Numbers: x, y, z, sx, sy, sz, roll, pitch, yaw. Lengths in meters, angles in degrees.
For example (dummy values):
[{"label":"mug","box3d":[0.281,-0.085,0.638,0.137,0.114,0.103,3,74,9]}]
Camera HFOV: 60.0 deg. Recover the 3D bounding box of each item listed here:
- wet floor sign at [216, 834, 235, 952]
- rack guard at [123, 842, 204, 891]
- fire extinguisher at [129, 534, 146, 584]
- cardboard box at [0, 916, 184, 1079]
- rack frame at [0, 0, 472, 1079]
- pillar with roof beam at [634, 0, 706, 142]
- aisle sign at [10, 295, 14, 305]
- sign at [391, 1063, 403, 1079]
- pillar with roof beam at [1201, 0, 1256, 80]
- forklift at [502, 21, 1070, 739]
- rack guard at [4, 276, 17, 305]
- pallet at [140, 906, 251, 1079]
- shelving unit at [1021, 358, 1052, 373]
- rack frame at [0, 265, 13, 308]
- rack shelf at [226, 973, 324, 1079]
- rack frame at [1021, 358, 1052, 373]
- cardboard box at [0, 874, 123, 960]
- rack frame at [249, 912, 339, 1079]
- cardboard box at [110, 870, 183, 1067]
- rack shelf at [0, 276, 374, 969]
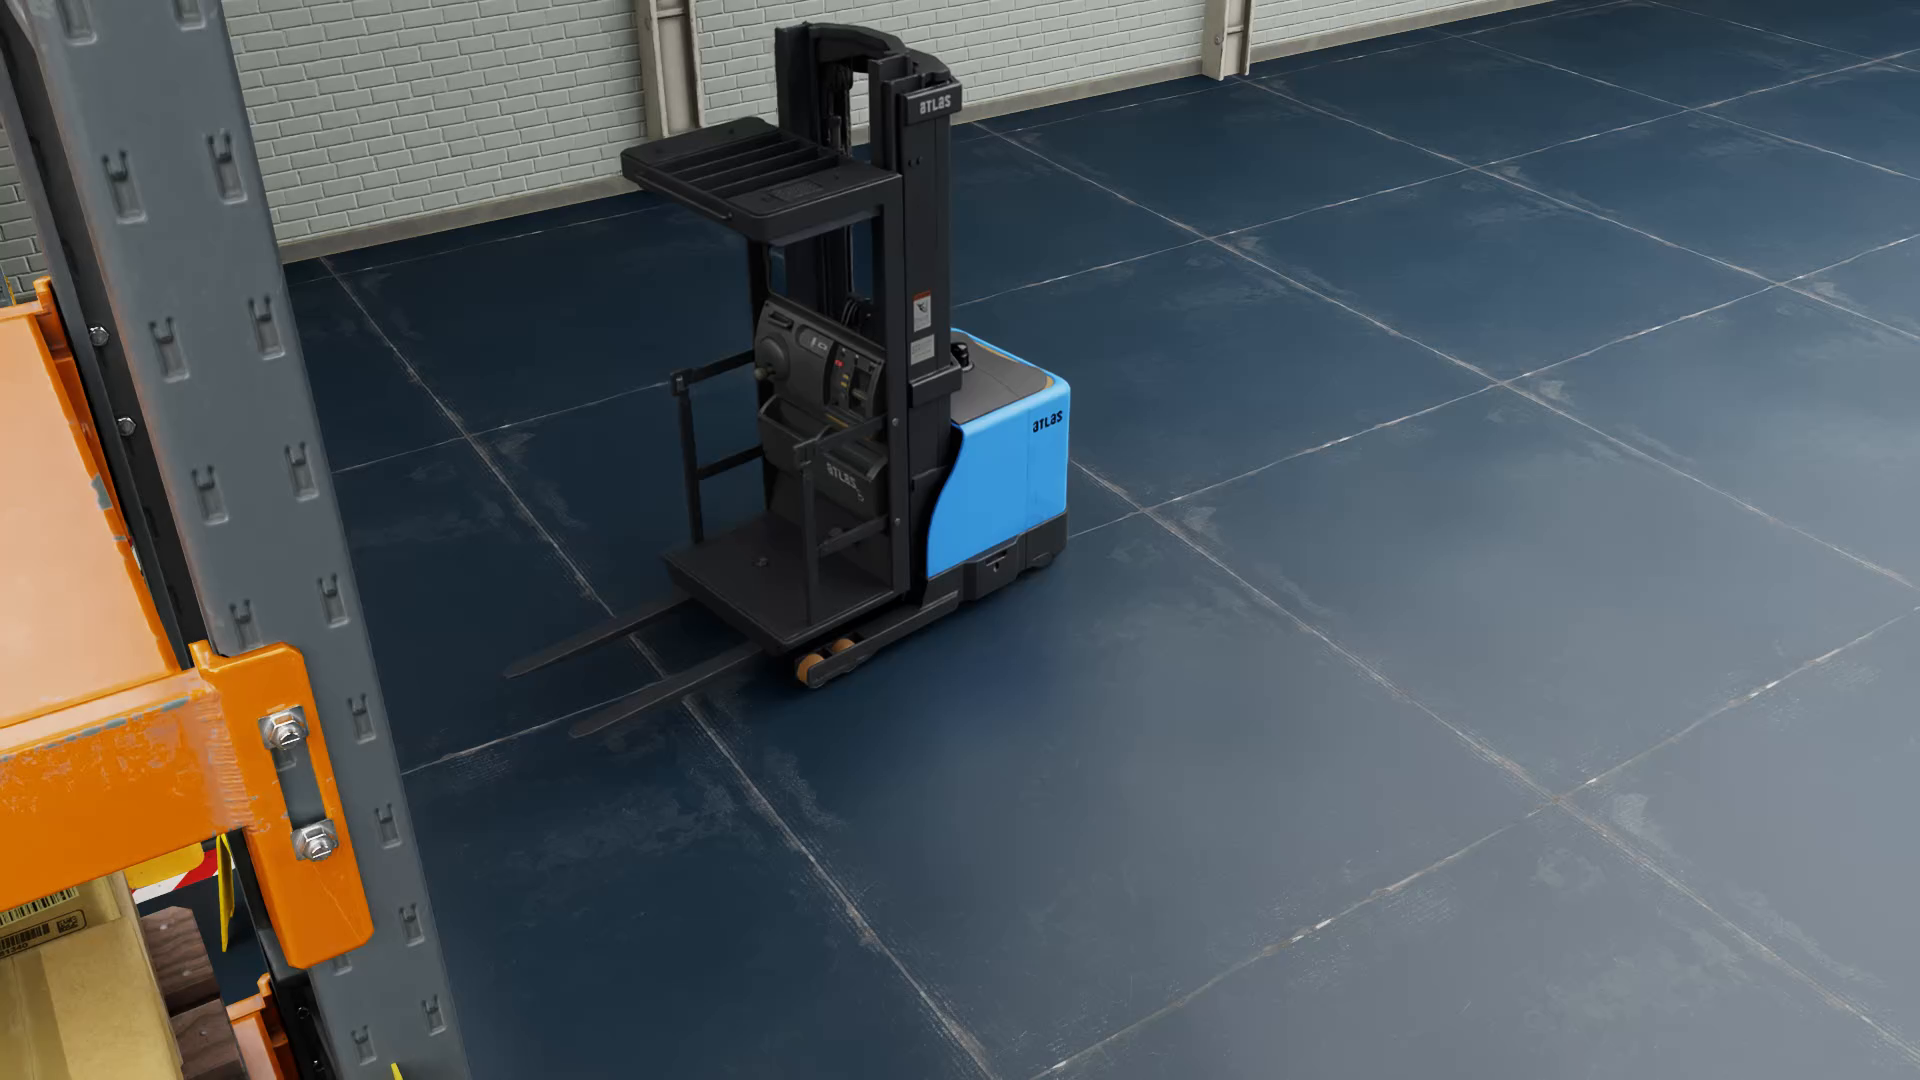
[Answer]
[{"label":"wet floor sign","box3d":[-2.898,1.314,6.684,0.232,0.644,0.267,-7,33,-11]},{"label":"rack guard","box3d":[-3.701,0.972,7.361,0.348,0.500,1.175,-19,37,-27]},{"label":"fire extinguisher","box3d":[-3.291,0.100,6.475,0.183,0.674,0.296,-19,37,-27]},{"label":"cardboard box","box3d":[-0.970,0.614,1.776,0.250,0.149,0.380,-19,37,-27]},{"label":"rack frame","box3d":[-0.870,-0.454,1.656,0.127,3.000,1.000,-19,37,-27]},{"label":"pillar with roof beam","box3d":[-0.028,-4.876,8.666,0.400,9.000,9.100,-19,37,-27]},{"label":"aisle sign","box3d":[-3.428,-1.094,5.858,0.004,0.787,0.394,-19,37,-27]},{"label":"sign","box3d":[-0.588,0.721,1.849,0.005,0.325,0.100,-19,37,-27]},{"label":"pillar with roof beam","box3d":[5.015,-6.610,11.416,0.400,9.000,9.100,-19,37,-27]},{"label":"forklift","box3d":[-0.841,-0.823,7.930,3.031,2.935,1.130,-26,40,-34]},{"label":"rack guard","box3d":[-6.310,-1.281,10.934,0.348,0.500,1.175,-19,37,-27]},{"label":"pallet","box3d":[-1.488,1.072,2.133,1.213,0.211,1.003,-19,37,-27]},{"label":"shelving unit","box3d":[0.349,-0.555,9.408,0.210,0.900,0.258,-26,40,-34]},{"label":"rack frame","box3d":[-3.637,-0.107,6.729,0.127,3.000,1.000,-19,37,-27]},{"label":"rack shelf","box3d":[-2.551,1.698,1.732,4.000,0.370,1.077,-19,37,-27]},{"label":"rack frame","box3d":[0.425,-0.591,9.466,0.006,0.900,0.240,-26,40,-34]},{"label":"cardboard box","box3d":[-1.415,0.557,2.240,0.500,0.250,0.500,-19,37,-27]},{"label":"rack frame","box3d":[-0.870,2.084,3.257,0.127,3.000,1.000,-19,37,-27]},{"label":"cardboard box","box3d":[-1.332,0.657,2.456,0.250,0.149,0.380,-19,37,-27]},{"label":"rack shelf","box3d":[-2.551,0.598,1.038,4.000,0.370,1.077,-19,37,-27]}]
